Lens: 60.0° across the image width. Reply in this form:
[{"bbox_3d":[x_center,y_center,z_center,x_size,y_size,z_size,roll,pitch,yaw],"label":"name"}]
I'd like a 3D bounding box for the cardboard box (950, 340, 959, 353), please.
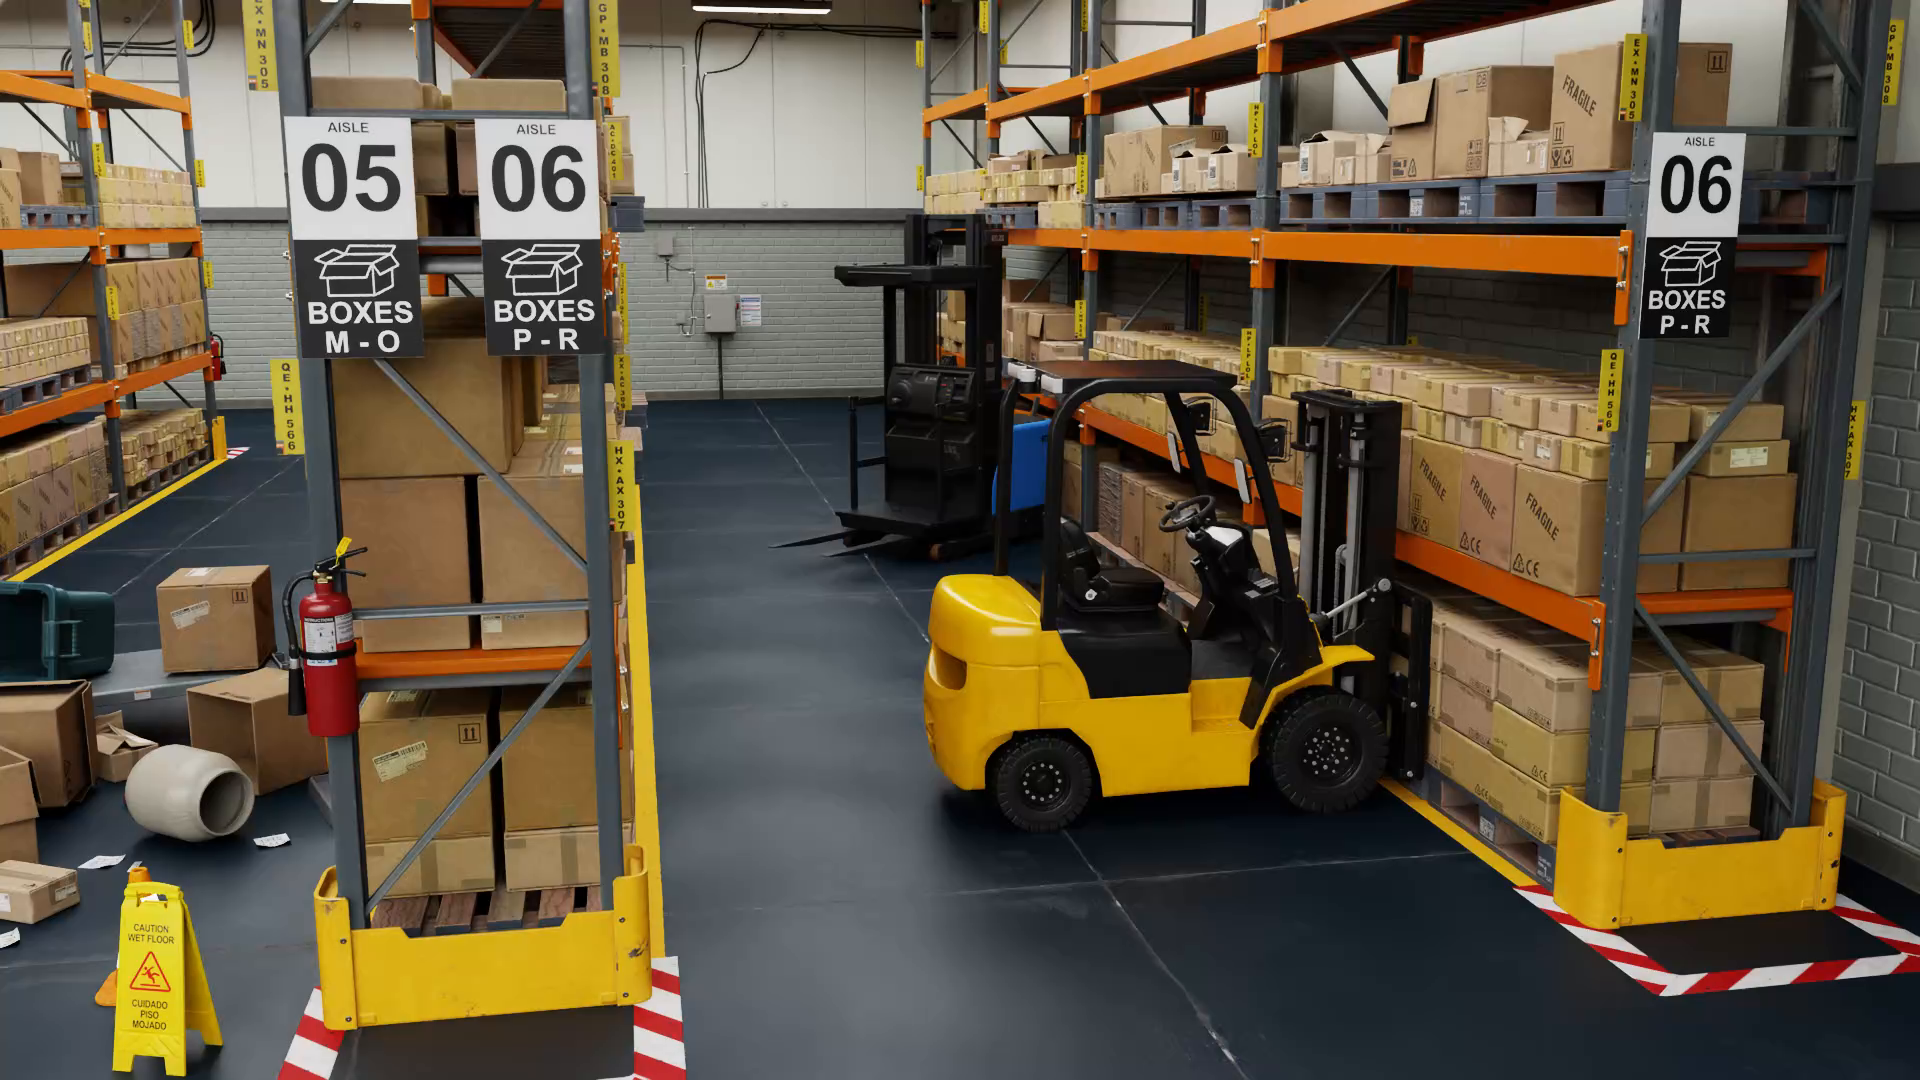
[{"bbox_3d":[0.085,-2.383,20.417,0.380,0.149,0.250,-2,11,-10],"label":"cardboard box"}]

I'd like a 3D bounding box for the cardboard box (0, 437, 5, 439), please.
[{"bbox_3d":[-8.824,-0.759,14.771,0.500,0.250,0.500,-2,11,-9],"label":"cardboard box"}]

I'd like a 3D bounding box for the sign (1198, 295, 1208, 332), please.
[{"bbox_3d":[2.117,-1.984,14.556,0.100,0.325,0.005,-2,11,-11],"label":"sign"}]

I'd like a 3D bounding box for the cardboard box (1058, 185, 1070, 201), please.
[{"bbox_3d":[1.119,-3.188,15.290,0.380,0.149,0.250,-2,11,-11],"label":"cardboard box"}]

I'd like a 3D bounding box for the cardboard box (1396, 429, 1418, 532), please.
[{"bbox_3d":[2.475,-0.338,8.739,0.500,0.500,0.500,-2,11,-11],"label":"cardboard box"}]

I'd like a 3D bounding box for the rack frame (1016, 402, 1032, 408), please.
[{"bbox_3d":[0.426,-0.890,16.488,0.500,1.125,0.032,12,4,-23],"label":"rack frame"}]

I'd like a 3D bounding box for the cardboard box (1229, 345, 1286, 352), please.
[{"bbox_3d":[2.242,-1.382,12.488,0.380,0.149,0.250,-2,11,-11],"label":"cardboard box"}]

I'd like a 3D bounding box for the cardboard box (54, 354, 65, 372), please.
[{"bbox_3d":[-8.492,-1.626,15.321,0.380,0.149,0.250,-3,11,-14],"label":"cardboard box"}]

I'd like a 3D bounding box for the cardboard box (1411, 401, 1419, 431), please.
[{"bbox_3d":[2.553,-0.632,8.546,0.380,0.149,0.250,-2,11,-11],"label":"cardboard box"}]

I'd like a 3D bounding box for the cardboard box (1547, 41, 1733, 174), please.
[{"bbox_3d":[2.804,-1.778,6.888,0.500,0.500,0.500,-2,11,-9],"label":"cardboard box"}]

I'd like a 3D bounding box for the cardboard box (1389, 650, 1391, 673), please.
[{"bbox_3d":[2.426,0.615,8.888,0.500,0.250,0.500,-2,11,-11],"label":"cardboard box"}]

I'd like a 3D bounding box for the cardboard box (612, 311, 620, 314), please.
[{"bbox_3d":[-2.934,-1.542,13.142,0.500,0.500,0.500,-2,11,-13],"label":"cardboard box"}]

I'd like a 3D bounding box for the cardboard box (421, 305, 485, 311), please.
[{"bbox_3d":[-2.495,-0.890,8.167,0.700,0.500,0.500,-2,11,-12],"label":"cardboard box"}]

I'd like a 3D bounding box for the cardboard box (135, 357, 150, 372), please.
[{"bbox_3d":[-8.902,-1.879,17.773,0.380,0.149,0.250,-2,11,-10],"label":"cardboard box"}]

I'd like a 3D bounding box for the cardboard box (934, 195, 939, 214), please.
[{"bbox_3d":[-0.046,-4.224,21.004,0.500,0.250,0.500,-2,11,-10],"label":"cardboard box"}]

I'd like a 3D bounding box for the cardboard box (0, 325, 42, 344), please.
[{"bbox_3d":[-8.387,-1.818,14.737,0.380,0.149,0.250,-3,11,-14],"label":"cardboard box"}]

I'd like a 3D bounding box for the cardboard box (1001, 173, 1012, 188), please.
[{"bbox_3d":[0.628,-3.669,16.965,0.380,0.149,0.250,-2,11,-12],"label":"cardboard box"}]

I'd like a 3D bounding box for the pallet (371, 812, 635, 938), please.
[{"bbox_3d":[-1.877,1.459,7.018,1.003,0.211,1.213,-2,11,-11],"label":"pallet"}]

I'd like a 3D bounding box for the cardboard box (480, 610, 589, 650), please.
[{"bbox_3d":[-1.602,0.307,6.285,0.380,0.149,0.250,-2,11,-11],"label":"cardboard box"}]

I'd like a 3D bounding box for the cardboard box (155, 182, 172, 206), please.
[{"bbox_3d":[-9.150,-3.865,18.574,0.500,0.250,0.500,-2,11,-10],"label":"cardboard box"}]

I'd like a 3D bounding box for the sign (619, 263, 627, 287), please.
[{"bbox_3d":[-4.316,-3.383,21.272,0.100,0.325,0.005,-2,11,-11],"label":"sign"}]

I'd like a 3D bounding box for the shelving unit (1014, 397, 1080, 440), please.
[{"bbox_3d":[0.610,-0.813,16.020,0.538,1.125,1.048,12,4,-23],"label":"shelving unit"}]

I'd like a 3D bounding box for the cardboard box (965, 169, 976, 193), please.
[{"bbox_3d":[0.353,-4.096,18.996,0.500,0.250,0.500,-2,11,-12],"label":"cardboard box"}]

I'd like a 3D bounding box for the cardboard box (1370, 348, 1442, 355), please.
[{"bbox_3d":[2.717,-1.080,10.103,0.380,0.149,0.250,-2,11,-13],"label":"cardboard box"}]

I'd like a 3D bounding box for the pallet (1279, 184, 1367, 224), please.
[{"bbox_3d":[2.542,-1.936,9.611,1.003,0.211,1.213,-2,11,-11],"label":"pallet"}]

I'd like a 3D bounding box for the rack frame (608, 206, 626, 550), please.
[{"bbox_3d":[-3.295,-1.213,13.603,1.000,3.000,0.127,-2,11,-11],"label":"rack frame"}]

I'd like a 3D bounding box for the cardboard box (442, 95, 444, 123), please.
[{"bbox_3d":[-2.175,-1.634,6.330,0.380,0.149,0.250,-2,11,-12],"label":"cardboard box"}]

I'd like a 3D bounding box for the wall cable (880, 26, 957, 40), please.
[{"bbox_3d":[0.175,-9.623,26.866,2.988,3.039,0.133,-2,11,-11],"label":"wall cable"}]

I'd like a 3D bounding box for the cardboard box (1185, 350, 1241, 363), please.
[{"bbox_3d":[1.832,-1.271,11.901,0.380,0.149,0.250,-2,11,-12],"label":"cardboard box"}]

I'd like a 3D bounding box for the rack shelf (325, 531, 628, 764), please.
[{"bbox_3d":[-2.128,0.240,7.889,1.077,0.370,4.000,-2,11,-11],"label":"rack shelf"}]

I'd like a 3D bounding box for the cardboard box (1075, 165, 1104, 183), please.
[{"bbox_3d":[1.216,-3.189,14.498,0.380,0.149,0.250,-2,11,-9],"label":"cardboard box"}]

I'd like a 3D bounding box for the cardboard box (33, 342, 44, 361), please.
[{"bbox_3d":[-8.378,-1.670,14.755,0.380,0.149,0.250,-2,11,-11],"label":"cardboard box"}]

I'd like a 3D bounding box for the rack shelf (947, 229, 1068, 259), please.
[{"bbox_3d":[0.406,-3.615,20.123,1.077,0.370,4.000,-2,11,-11],"label":"rack shelf"}]

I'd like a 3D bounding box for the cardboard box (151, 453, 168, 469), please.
[{"bbox_3d":[-8.957,-0.869,18.296,0.380,0.149,0.250,-2,11,-13],"label":"cardboard box"}]

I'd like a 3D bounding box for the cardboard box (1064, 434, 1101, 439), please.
[{"bbox_3d":[1.130,-0.922,15.899,0.380,0.149,0.250,-2,11,-9],"label":"cardboard box"}]

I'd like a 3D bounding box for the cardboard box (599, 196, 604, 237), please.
[{"bbox_3d":[-1.485,-1.169,6.019,0.380,0.149,0.250,-2,11,-11],"label":"cardboard box"}]

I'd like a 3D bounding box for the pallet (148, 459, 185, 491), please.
[{"bbox_3d":[-9.315,-0.725,18.493,1.003,0.211,1.213,-2,11,-11],"label":"pallet"}]

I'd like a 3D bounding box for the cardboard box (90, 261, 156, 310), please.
[{"bbox_3d":[-8.941,-2.715,17.753,0.500,0.500,0.500,-2,11,-10],"label":"cardboard box"}]

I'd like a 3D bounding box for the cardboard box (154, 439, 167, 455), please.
[{"bbox_3d":[-8.953,-1.015,18.264,0.380,0.149,0.250,-2,11,-11],"label":"cardboard box"}]

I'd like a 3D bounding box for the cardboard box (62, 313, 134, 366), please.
[{"bbox_3d":[-8.758,-2.044,16.903,0.500,0.500,0.500,-2,11,-12],"label":"cardboard box"}]

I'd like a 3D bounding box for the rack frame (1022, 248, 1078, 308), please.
[{"bbox_3d":[0.795,-2.128,18.409,1.000,3.000,0.127,-2,11,-11],"label":"rack frame"}]

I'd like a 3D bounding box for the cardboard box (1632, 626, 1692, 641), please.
[{"bbox_3d":[3.120,0.539,7.951,0.500,0.250,0.500,-2,11,-11],"label":"cardboard box"}]

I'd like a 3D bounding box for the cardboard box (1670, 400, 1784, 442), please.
[{"bbox_3d":[3.273,-0.511,7.113,0.380,0.149,0.250,-2,11,-12],"label":"cardboard box"}]

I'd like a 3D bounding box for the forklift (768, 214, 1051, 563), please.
[{"bbox_3d":[-0.390,-1.349,14.496,1.130,2.935,3.031,8,14,38],"label":"forklift"}]

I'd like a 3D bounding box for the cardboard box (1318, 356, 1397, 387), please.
[{"bbox_3d":[2.269,-0.964,9.492,0.380,0.149,0.250,-2,11,-10],"label":"cardboard box"}]

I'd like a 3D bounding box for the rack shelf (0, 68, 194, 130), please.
[{"bbox_3d":[-9.298,-4.707,17.848,1.077,0.370,4.000,-2,11,-11],"label":"rack shelf"}]

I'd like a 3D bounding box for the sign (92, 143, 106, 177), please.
[{"bbox_3d":[-8.365,-3.690,16.158,0.100,0.325,0.005,-2,11,-11],"label":"sign"}]

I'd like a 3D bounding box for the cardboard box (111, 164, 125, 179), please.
[{"bbox_3d":[-8.859,-3.796,17.149,0.380,0.149,0.250,-2,11,-13],"label":"cardboard box"}]

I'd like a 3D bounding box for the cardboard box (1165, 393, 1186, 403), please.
[{"bbox_3d":[1.804,-1.102,12.080,0.500,0.250,0.500,-2,11,-10],"label":"cardboard box"}]

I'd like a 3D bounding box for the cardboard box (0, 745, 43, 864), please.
[{"bbox_3d":[-4.564,1.250,7.336,0.637,0.503,0.797,9,14,38],"label":"cardboard box"}]

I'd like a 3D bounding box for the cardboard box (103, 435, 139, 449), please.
[{"bbox_3d":[-8.866,-1.015,17.469,0.380,0.149,0.250,-2,11,-12],"label":"cardboard box"}]

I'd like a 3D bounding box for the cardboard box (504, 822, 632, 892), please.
[{"bbox_3d":[-1.625,1.240,6.942,0.500,0.250,0.500,-2,11,-11],"label":"cardboard box"}]

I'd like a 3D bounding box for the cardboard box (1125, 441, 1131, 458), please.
[{"bbox_3d":[1.752,-0.848,15.512,0.380,0.149,0.250,-2,11,-9],"label":"cardboard box"}]

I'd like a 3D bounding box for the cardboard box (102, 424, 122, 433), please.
[{"bbox_3d":[-9.500,-1.188,18.382,0.380,0.149,0.250,-2,11,-11],"label":"cardboard box"}]
